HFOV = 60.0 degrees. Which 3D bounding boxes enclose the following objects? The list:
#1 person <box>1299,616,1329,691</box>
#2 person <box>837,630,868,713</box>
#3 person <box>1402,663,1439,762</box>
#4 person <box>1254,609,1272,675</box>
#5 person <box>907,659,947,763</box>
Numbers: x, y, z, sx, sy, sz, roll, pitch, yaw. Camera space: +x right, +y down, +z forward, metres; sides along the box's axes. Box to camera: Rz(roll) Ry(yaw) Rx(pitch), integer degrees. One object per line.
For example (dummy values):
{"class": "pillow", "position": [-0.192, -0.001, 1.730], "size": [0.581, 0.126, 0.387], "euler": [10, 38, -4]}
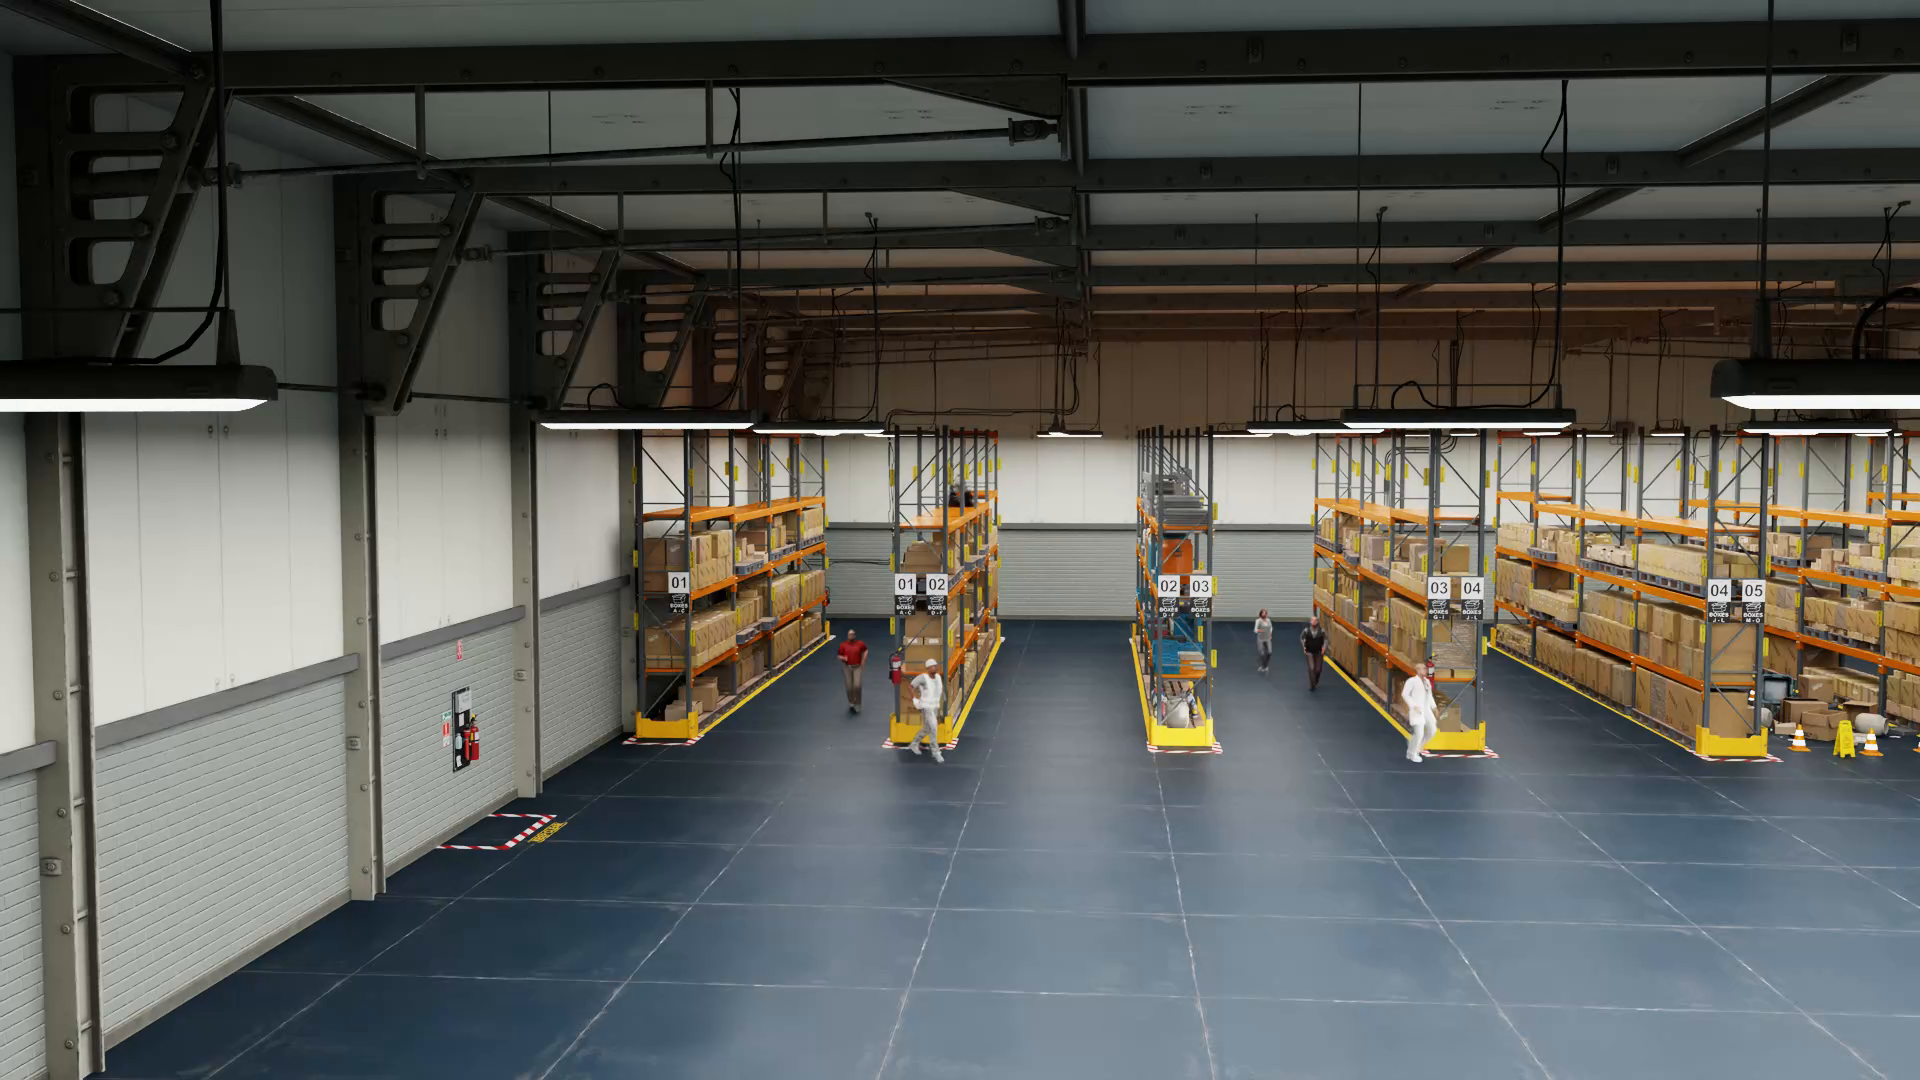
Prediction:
{"class": "person", "position": [8.129, 2.591, 38.168], "size": [0.681, 1.690, 0.732], "euler": [0, 3, 7]}
{"class": "person", "position": [-2.265, 2.777, 35.020], "size": [0.638, 1.786, 0.767], "euler": [0, 3, 0]}
{"class": "person", "position": [8.266, 3.080, 29.736], "size": [0.770, 1.716, 0.554], "euler": [-2, 4, -28]}
{"class": "person", "position": [7.445, 2.485, 40.656], "size": [0.515, 1.604, 0.625], "euler": [0, 3, -6]}
{"class": "person", "position": [-0.545, 3.038, 29.864], "size": [0.888, 1.823, 0.695], "euler": [2, 4, 34]}
